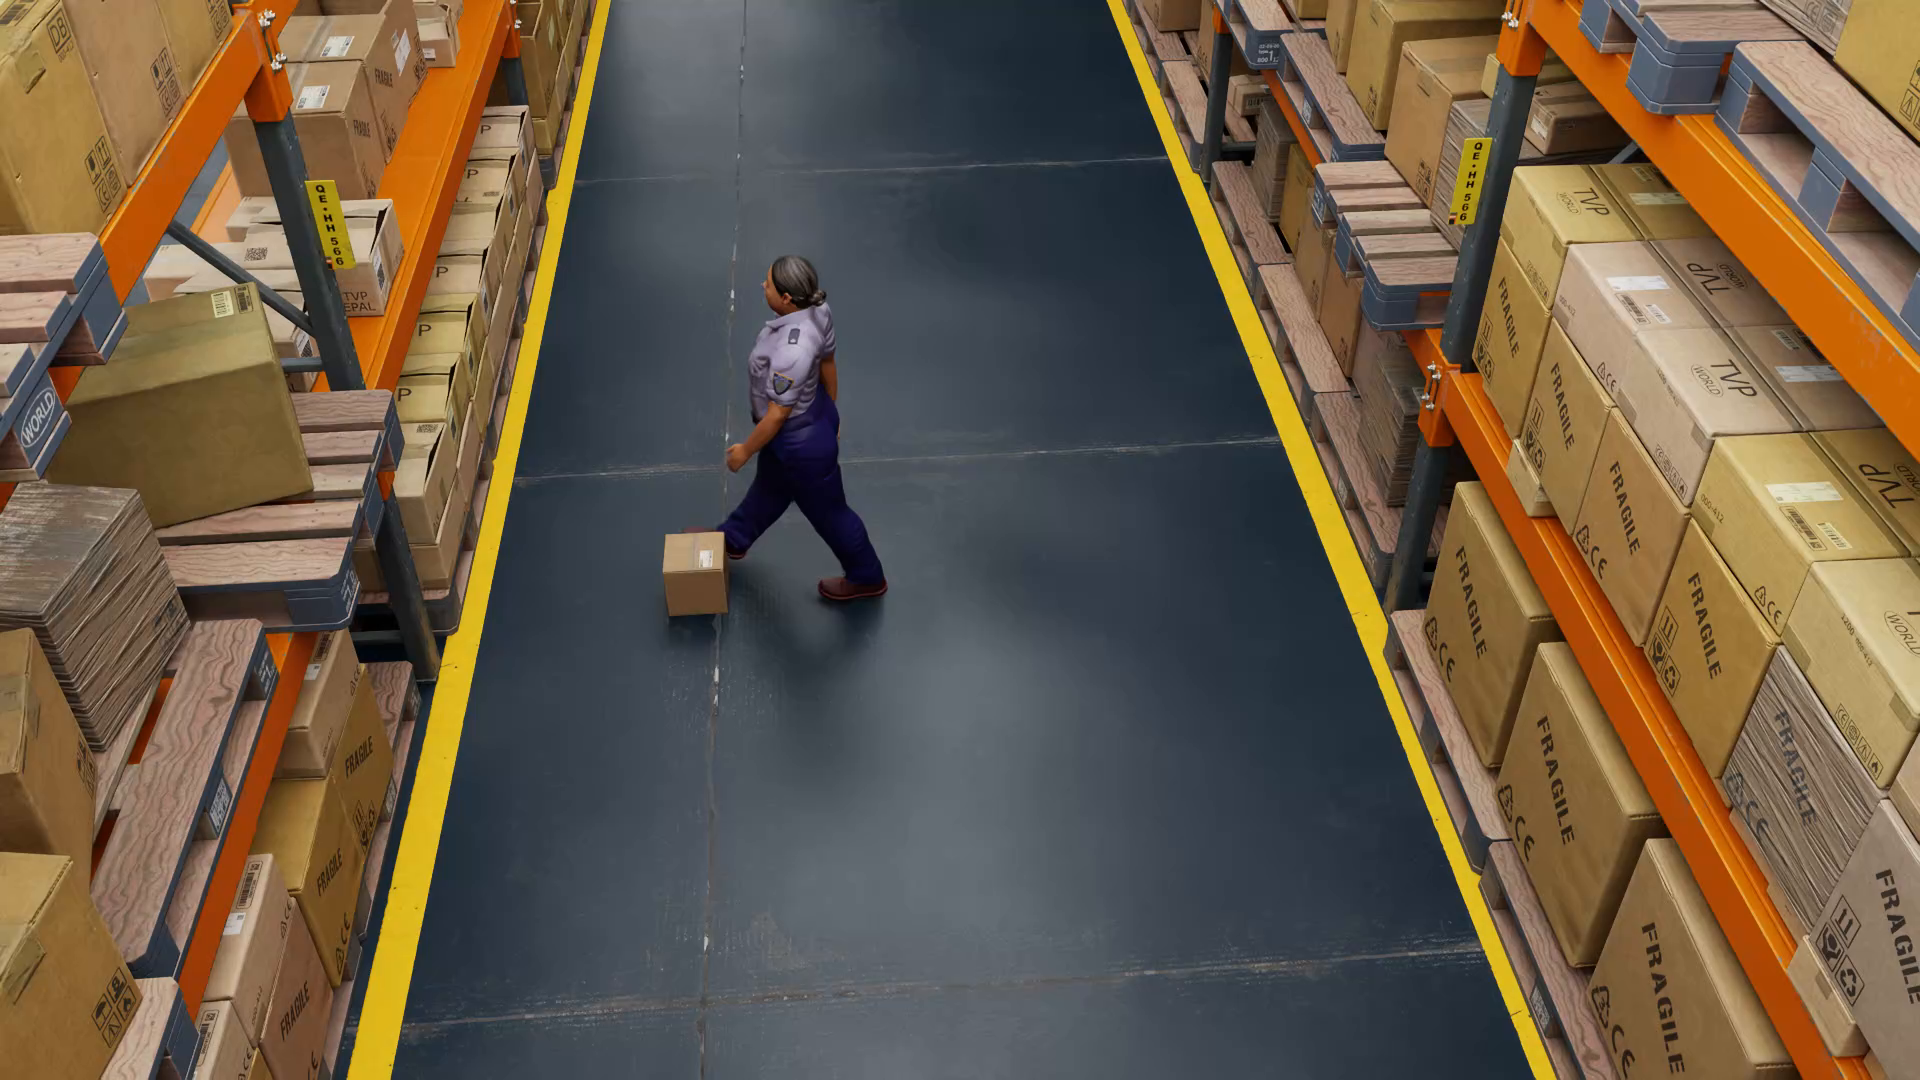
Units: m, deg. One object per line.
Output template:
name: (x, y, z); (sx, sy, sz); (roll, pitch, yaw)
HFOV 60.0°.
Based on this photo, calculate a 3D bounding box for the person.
person: (-0.771, -0.429, 6.674); (0.922, 1.609, 0.484); (1, 39, 1)
